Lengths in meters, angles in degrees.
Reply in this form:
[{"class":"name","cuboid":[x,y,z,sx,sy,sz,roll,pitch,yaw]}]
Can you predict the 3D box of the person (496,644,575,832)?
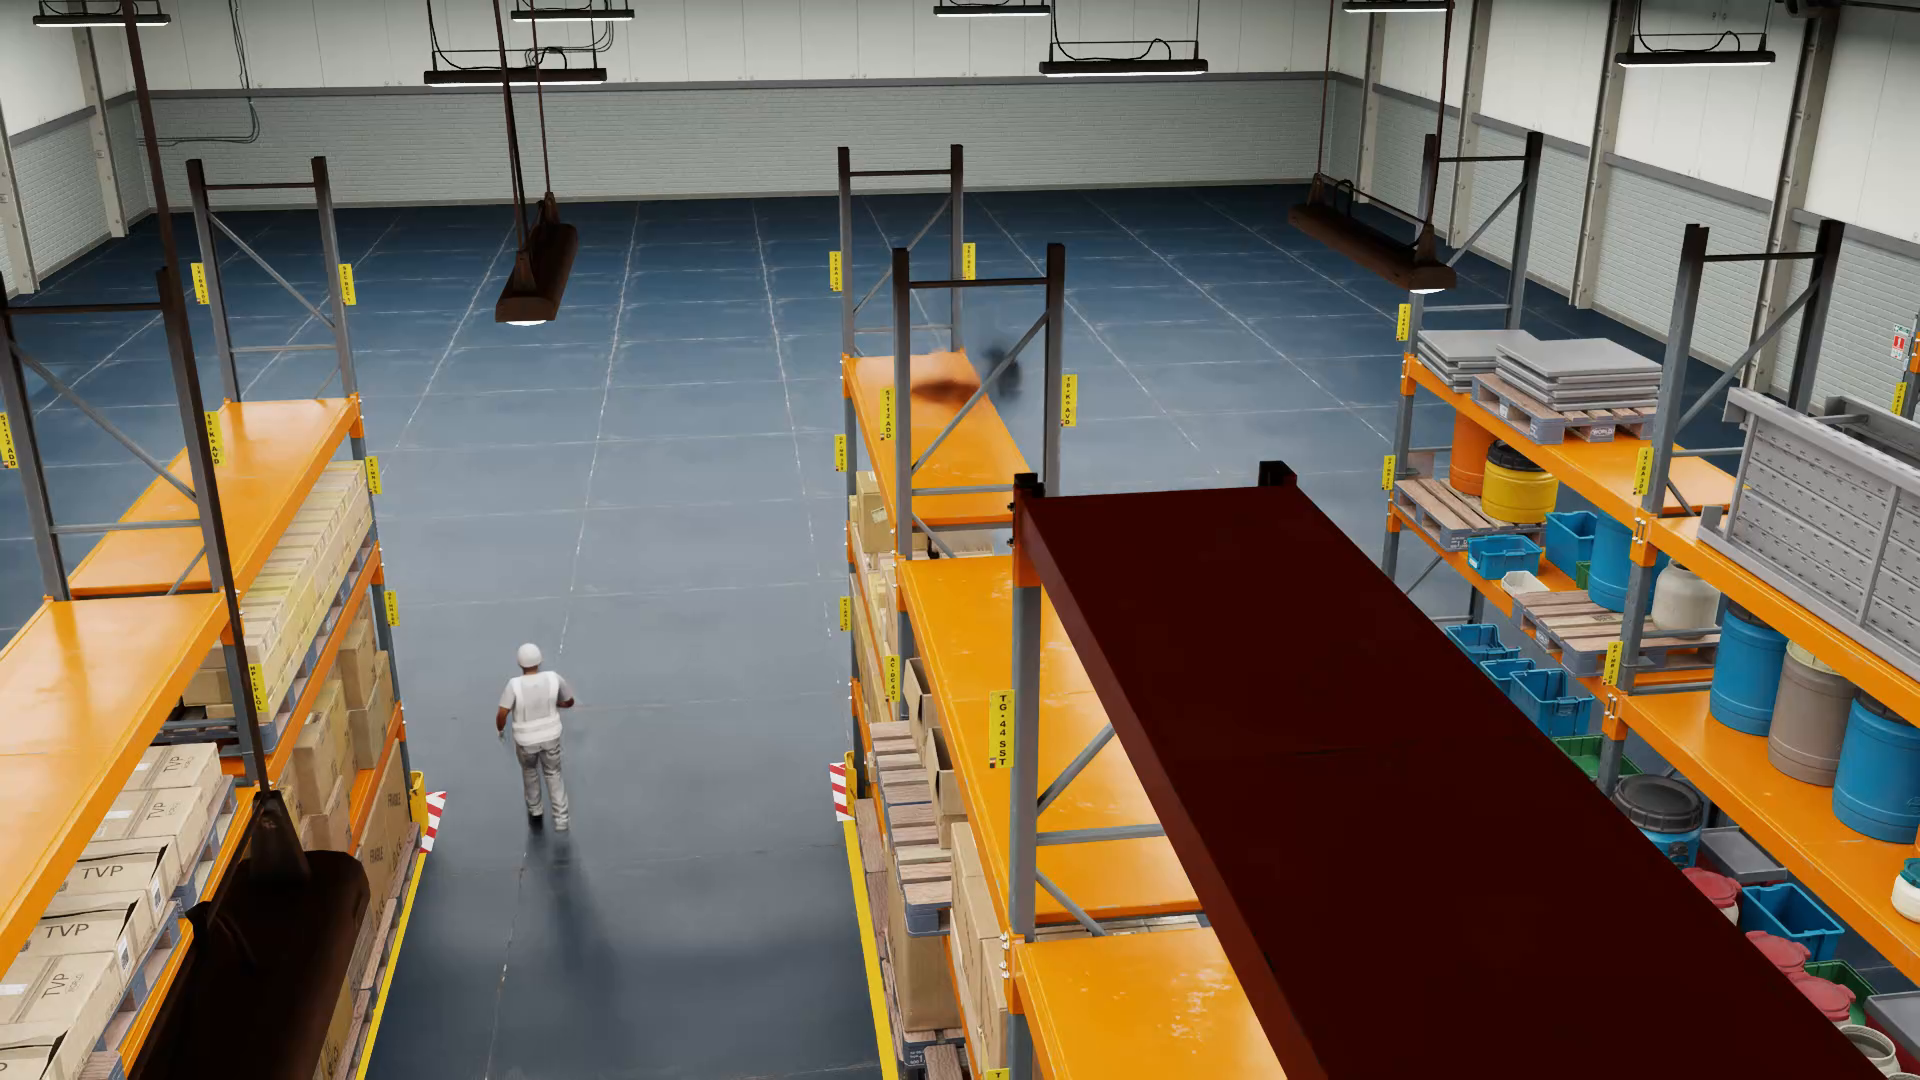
[{"class":"person","cuboid":[-3.742,1.769,14.739,0.706,1.819,0.864,-9,23,-21]}]
